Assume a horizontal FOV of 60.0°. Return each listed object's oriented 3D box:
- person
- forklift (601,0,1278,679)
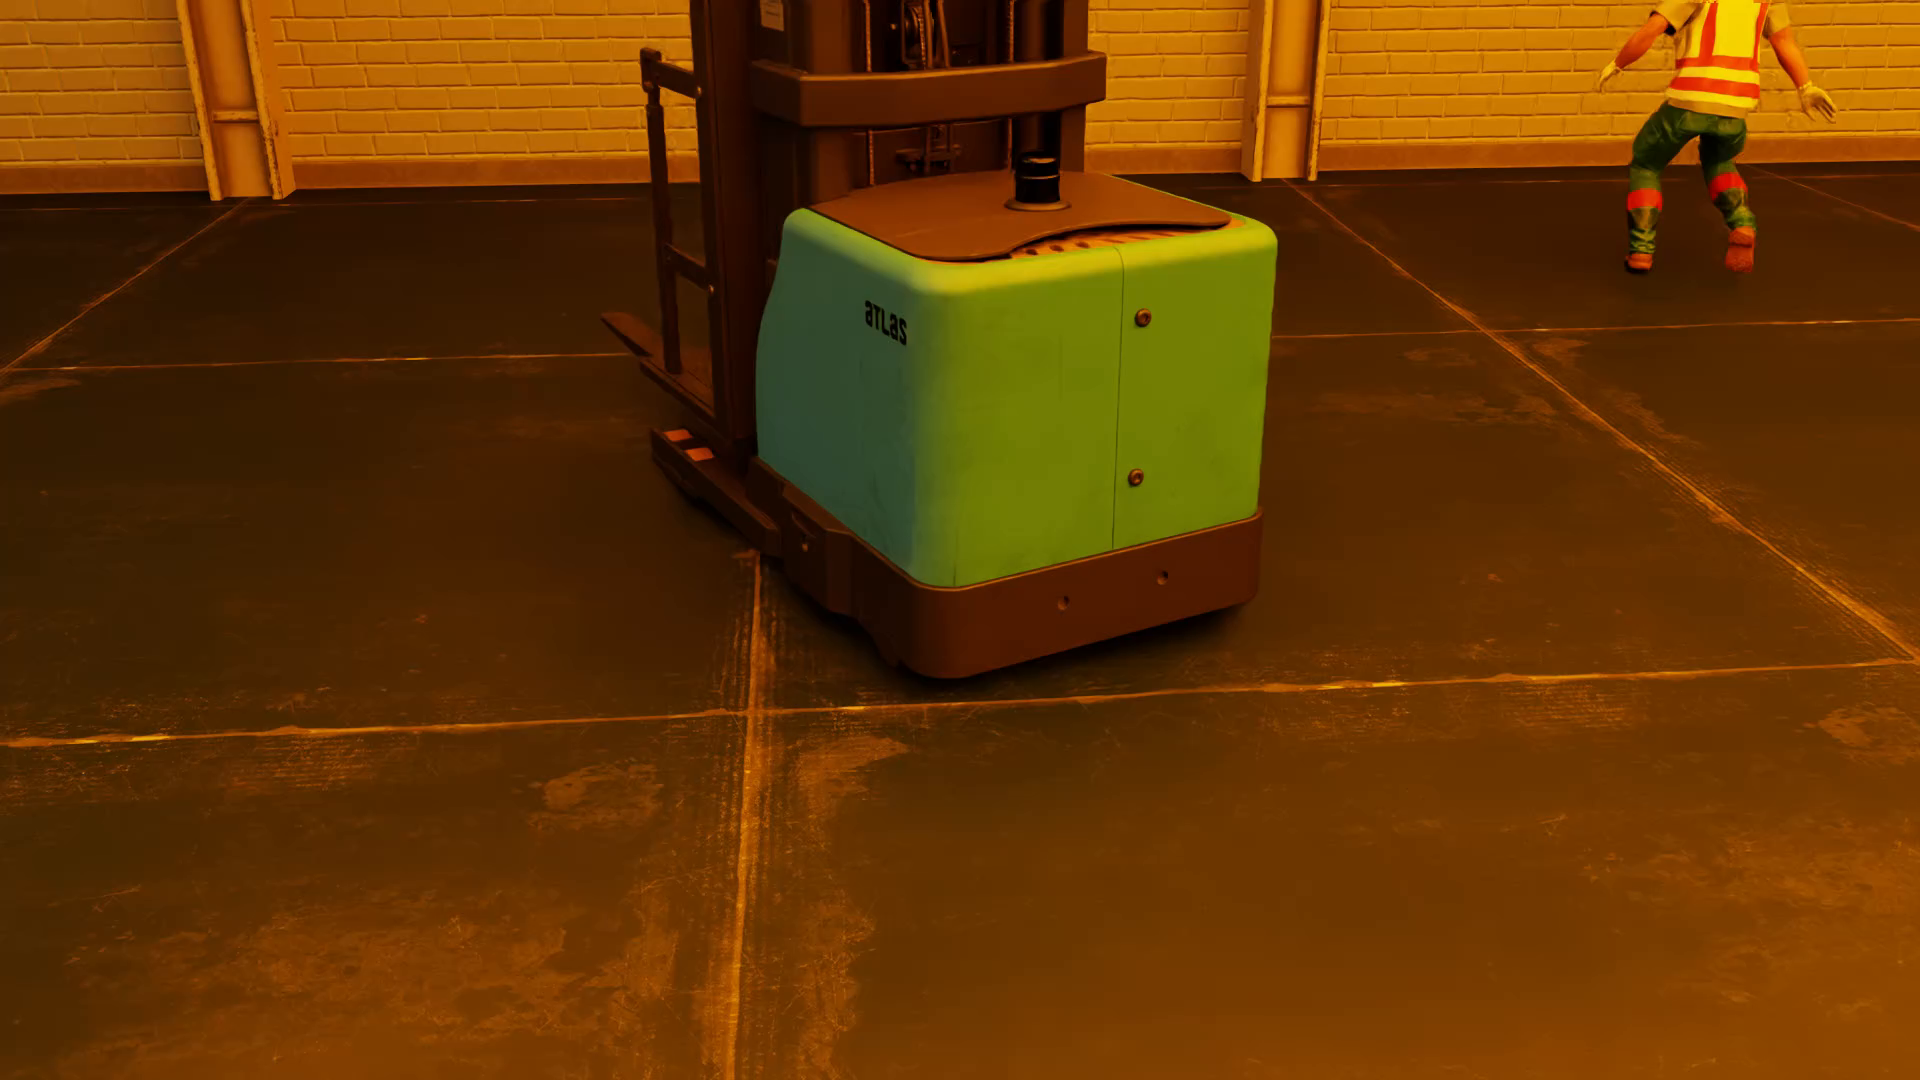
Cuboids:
[{"bbox_3d":[3.521,-2.043,7.761,1.020,1.644,0.501,-2,24,-5],"label":"person"},{"bbox_3d":[-0.357,-1.553,4.896,1.130,2.935,3.031,-13,27,-27],"label":"forklift"}]
